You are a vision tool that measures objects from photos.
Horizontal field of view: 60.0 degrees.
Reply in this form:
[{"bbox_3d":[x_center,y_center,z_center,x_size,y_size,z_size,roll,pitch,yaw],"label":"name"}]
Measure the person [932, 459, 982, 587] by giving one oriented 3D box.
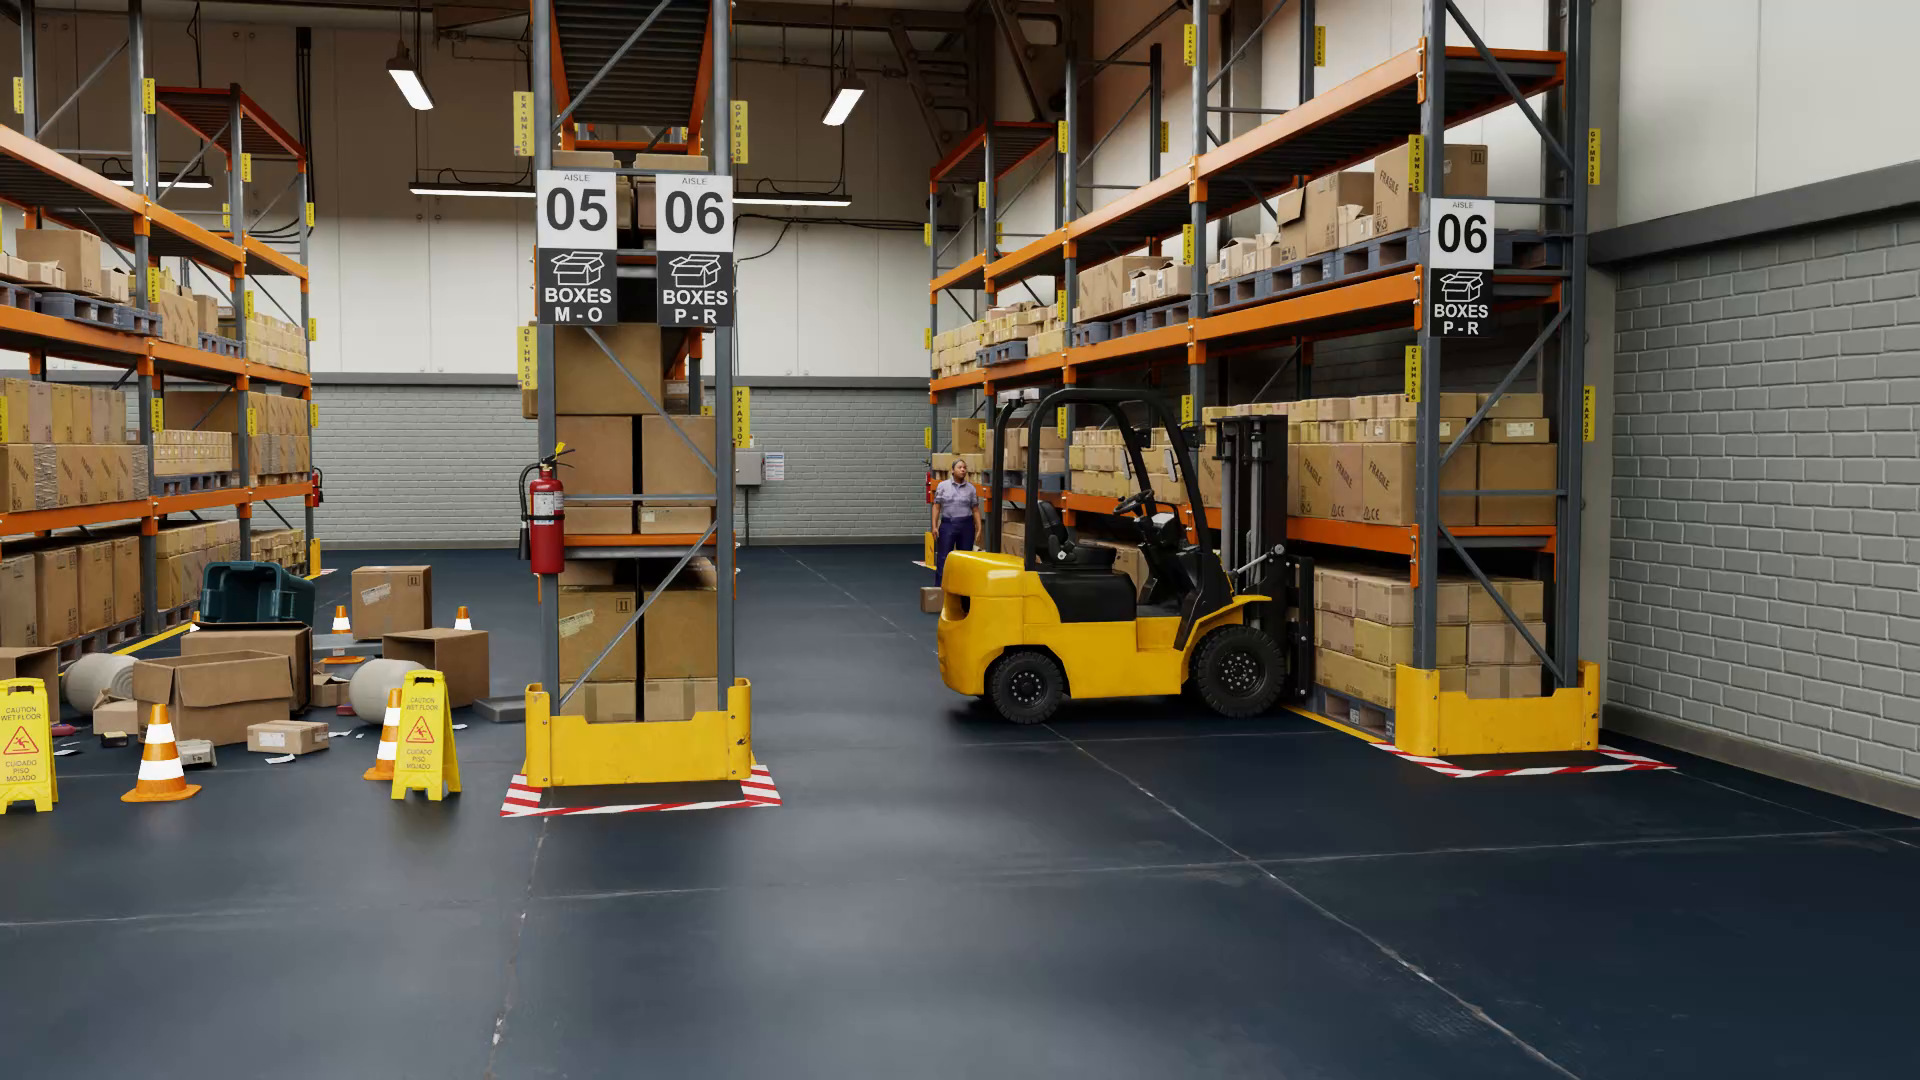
[{"bbox_3d":[-0.038,-0.062,18.311,0.598,1.640,0.503,-1,3,-11],"label":"person"}]
